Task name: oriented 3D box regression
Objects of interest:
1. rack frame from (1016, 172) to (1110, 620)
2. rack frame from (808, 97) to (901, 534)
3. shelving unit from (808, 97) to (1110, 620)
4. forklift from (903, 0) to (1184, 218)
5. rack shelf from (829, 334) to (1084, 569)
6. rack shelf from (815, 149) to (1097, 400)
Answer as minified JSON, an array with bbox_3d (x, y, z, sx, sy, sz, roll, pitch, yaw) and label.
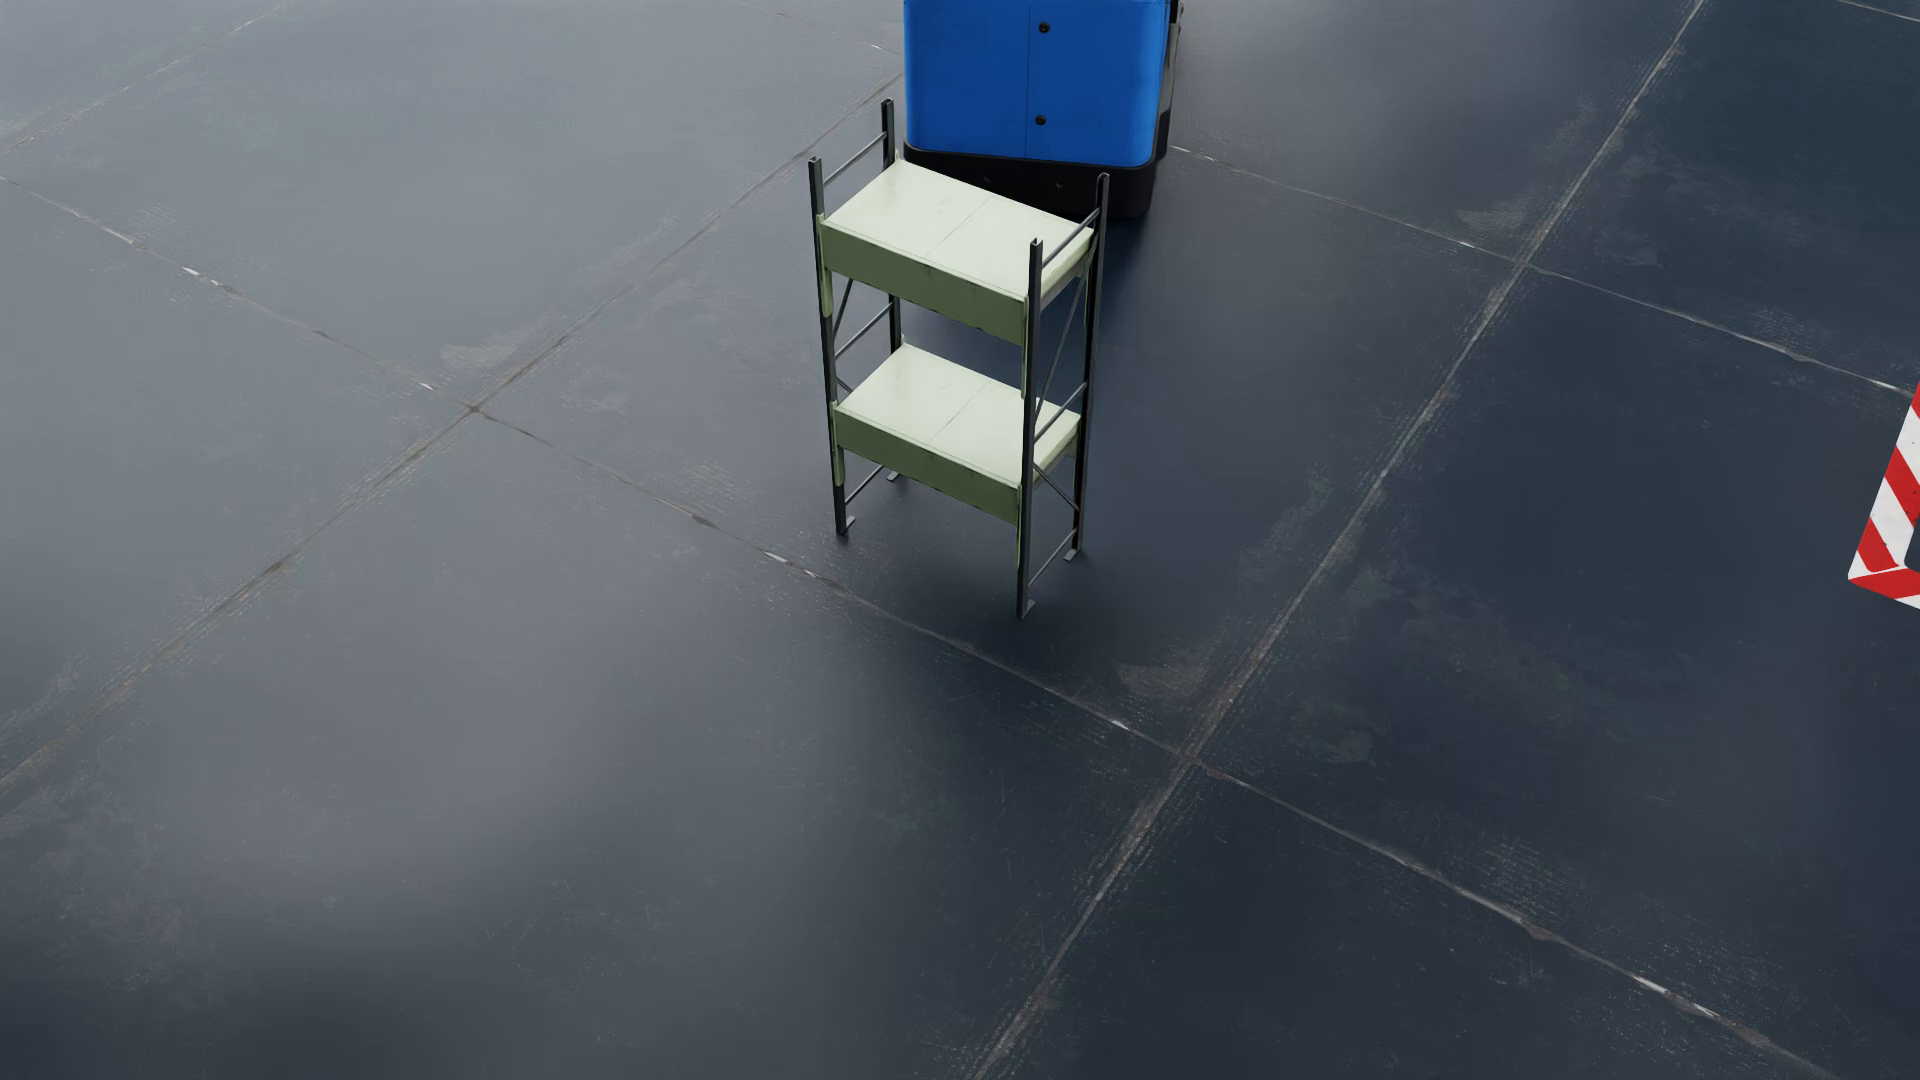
[{"bbox_3d":[0.302,-0.384,5.077,0.023,1.500,0.400,25,51,22],"label":"rack frame"},{"bbox_3d":[-0.314,-0.667,5.352,0.023,1.500,0.400,25,51,22],"label":"rack frame"},{"bbox_3d":[-0.006,-0.525,5.215,0.755,1.500,0.431,25,51,22],"label":"shelving unit"},{"bbox_3d":[0.500,-3.437,7.046,1.130,2.935,3.031,6,46,6],"label":"forklift"},{"bbox_3d":[-0.006,-0.298,5.448,0.720,0.370,0.431,25,51,22],"label":"rack shelf"},{"bbox_3d":[-0.006,-0.797,4.935,0.720,0.370,0.431,25,51,22],"label":"rack shelf"}]
